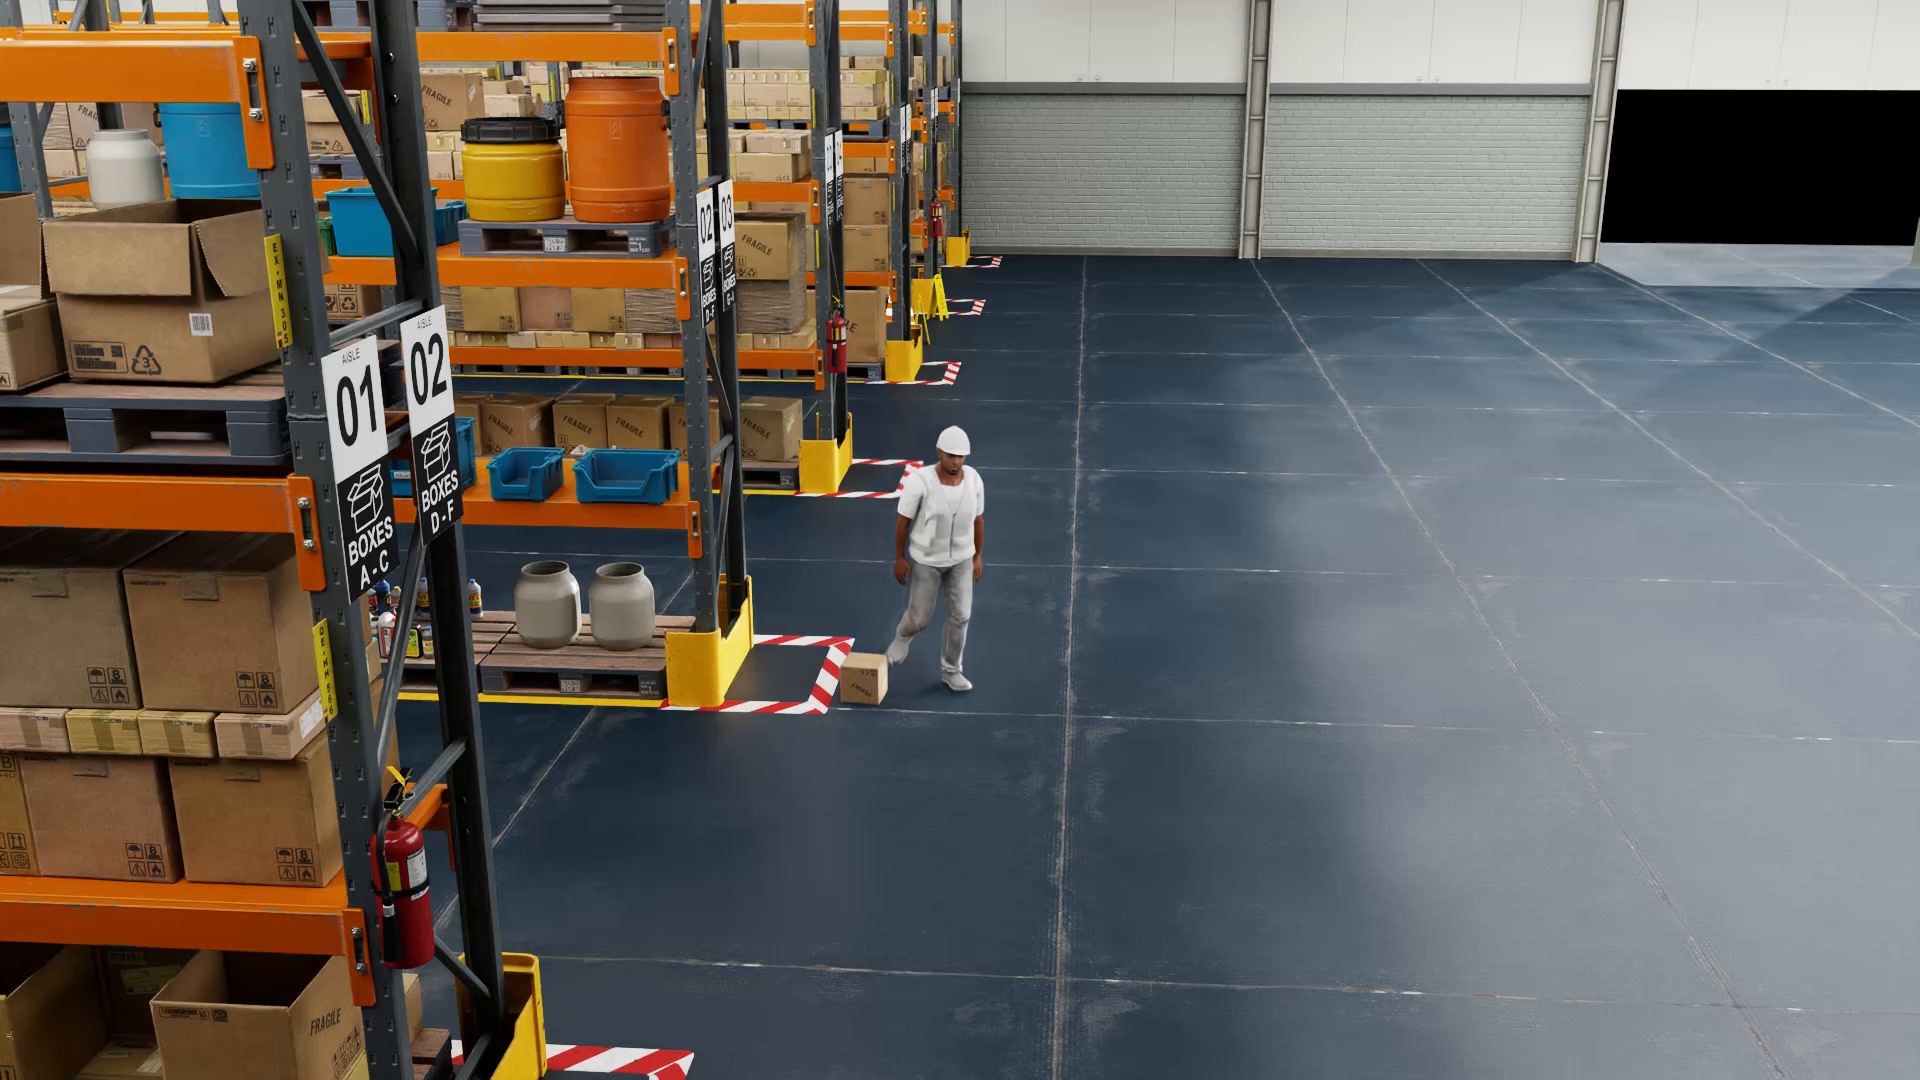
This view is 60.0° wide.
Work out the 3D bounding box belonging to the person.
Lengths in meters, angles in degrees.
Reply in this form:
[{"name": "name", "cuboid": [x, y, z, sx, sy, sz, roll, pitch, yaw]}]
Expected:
[{"name": "person", "cuboid": [-0.157, 0.089, 10.700, 0.598, 1.752, 0.717, -7, 19, -22]}]
